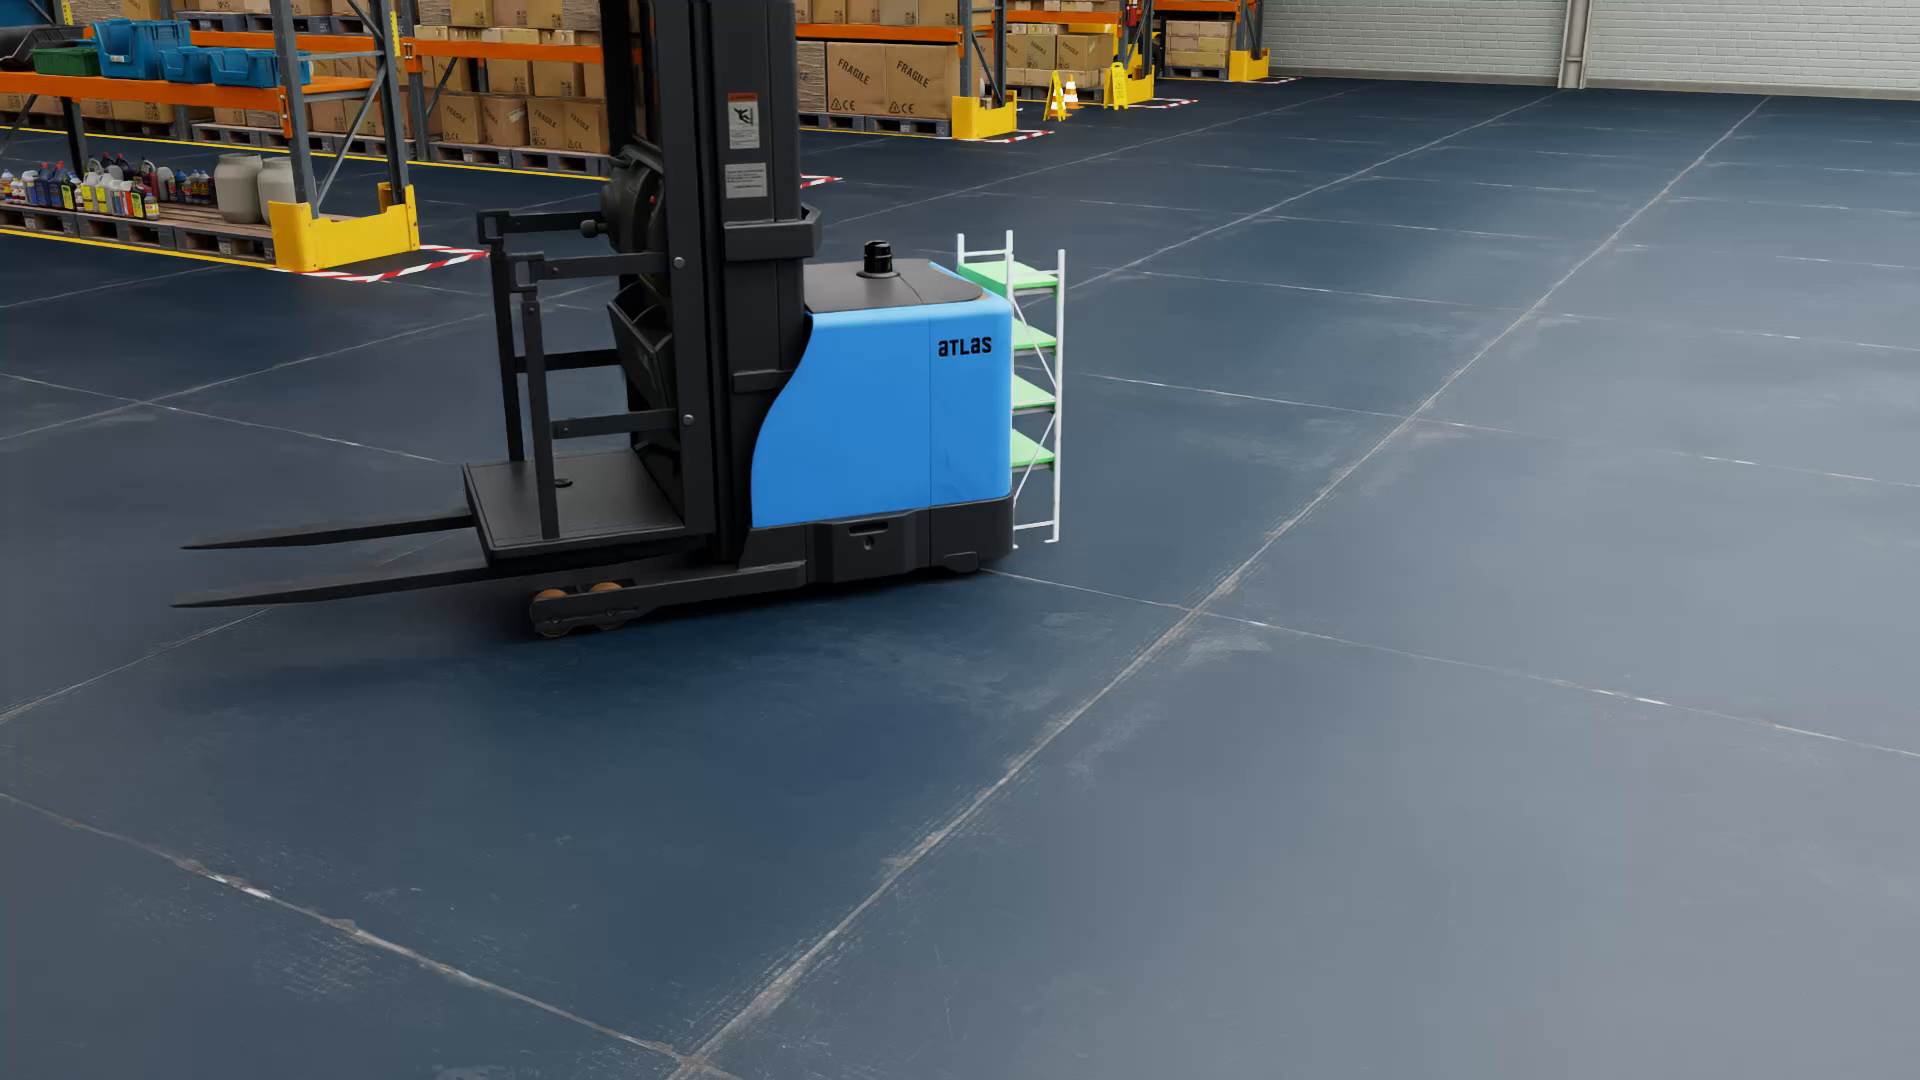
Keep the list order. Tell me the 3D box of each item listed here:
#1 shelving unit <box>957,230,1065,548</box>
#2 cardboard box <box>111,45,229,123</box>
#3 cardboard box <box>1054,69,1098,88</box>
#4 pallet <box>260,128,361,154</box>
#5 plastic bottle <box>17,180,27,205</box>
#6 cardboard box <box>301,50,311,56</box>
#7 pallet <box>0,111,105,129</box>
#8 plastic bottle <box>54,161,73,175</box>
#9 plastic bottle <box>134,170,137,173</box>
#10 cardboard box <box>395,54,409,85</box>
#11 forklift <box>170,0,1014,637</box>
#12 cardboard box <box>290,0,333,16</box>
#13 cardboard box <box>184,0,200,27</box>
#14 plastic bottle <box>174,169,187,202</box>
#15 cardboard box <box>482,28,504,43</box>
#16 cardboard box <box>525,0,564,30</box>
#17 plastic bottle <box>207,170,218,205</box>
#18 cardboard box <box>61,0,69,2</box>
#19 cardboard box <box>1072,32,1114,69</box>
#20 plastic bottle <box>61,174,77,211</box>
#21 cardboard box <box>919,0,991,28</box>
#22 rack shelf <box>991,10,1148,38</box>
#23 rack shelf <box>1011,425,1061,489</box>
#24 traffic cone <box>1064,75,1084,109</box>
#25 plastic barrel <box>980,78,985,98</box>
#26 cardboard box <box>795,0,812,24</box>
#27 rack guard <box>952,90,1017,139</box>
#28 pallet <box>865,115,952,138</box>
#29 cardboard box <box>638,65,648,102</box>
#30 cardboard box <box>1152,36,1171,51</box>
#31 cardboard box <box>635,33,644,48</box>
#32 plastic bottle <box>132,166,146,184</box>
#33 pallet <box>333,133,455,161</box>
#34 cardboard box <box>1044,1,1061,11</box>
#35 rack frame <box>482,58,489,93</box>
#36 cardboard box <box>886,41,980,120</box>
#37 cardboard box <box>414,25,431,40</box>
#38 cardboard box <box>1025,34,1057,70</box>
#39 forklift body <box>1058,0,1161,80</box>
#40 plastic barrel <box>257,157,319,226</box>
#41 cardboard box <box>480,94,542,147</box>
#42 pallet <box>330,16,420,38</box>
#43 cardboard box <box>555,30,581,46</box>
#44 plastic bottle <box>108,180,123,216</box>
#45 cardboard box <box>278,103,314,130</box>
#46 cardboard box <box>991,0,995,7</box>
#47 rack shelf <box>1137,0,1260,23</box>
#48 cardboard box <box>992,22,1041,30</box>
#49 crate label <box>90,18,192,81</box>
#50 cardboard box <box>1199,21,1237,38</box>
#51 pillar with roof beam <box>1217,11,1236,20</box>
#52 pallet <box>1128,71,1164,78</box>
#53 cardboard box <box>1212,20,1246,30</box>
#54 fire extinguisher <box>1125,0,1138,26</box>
[{"bbox_3d":[0.198,-0.622,6.819,0.258,1.200,0.503,-8,21,-21],"label":"shelving unit"},{"bbox_3d":[-9.794,-5.721,20.738,0.875,0.875,1.225,10,22,25],"label":"cardboard box"},{"bbox_3d":[1.758,-6.985,25.138,0.500,0.250,0.500,11,23,27],"label":"cardboard box"},{"bbox_3d":[-7.459,-4.757,19.670,1.213,0.211,1.003,11,23,27],"label":"pallet"},{"bbox_3d":[-7.883,-2.936,14.019,0.097,0.201,0.097,0,20,0],"label":"plastic bottle"},{"bbox_3d":[-10.386,-7.783,26.613,0.250,0.149,0.380,12,23,29],"label":"cardboard box"},{"bbox_3d":[-11.983,-5.650,22.132,1.213,0.211,1.003,11,23,27],"label":"pallet"},{"bbox_3d":[-7.553,-3.009,14.000,0.185,0.351,0.144,11,23,27],"label":"plastic bottle"},{"bbox_3d":[-7.092,-3.124,14.417,0.133,0.283,0.061,13,23,31],"label":"plastic bottle"},{"bbox_3d":[-8.318,-7.086,25.051,0.500,0.500,0.500,10,22,25],"label":"cardboard box"},{"bbox_3d":[-1.362,-1.236,5.975,3.031,2.935,1.130,-7,21,-19],"label":"forklift"},{"bbox_3d":[-7.268,-6.243,18.910,0.637,0.503,0.797,13,24,33],"label":"cardboard box"},{"bbox_3d":[-9.493,-6.611,20.543,0.500,0.500,0.500,12,23,29],"label":"cardboard box"},{"bbox_3d":[-6.627,-3.023,14.155,0.097,0.271,0.097,0,20,0],"label":"plastic bottle"},{"bbox_3d":[-4.804,-5.322,17.506,0.250,0.149,0.380,11,23,27],"label":"cardboard box"},{"bbox_3d":[-4.026,-5.588,17.288,0.500,0.500,0.875,11,23,27],"label":"cardboard box"},{"bbox_3d":[-6.253,-2.964,13.976,0.133,0.283,0.061,11,23,28],"label":"plastic bottle"},{"bbox_3d":[-11.084,-6.712,20.823,0.500,0.500,0.500,11,23,28],"label":"cardboard box"},{"bbox_3d":[2.025,-7.499,25.456,0.500,0.500,0.500,10,22,26],"label":"cardboard box"},{"bbox_3d":[-7.334,-2.863,13.697,0.133,0.283,0.061,12,23,30],"label":"plastic bottle"},{"bbox_3d":[-0.056,-6.650,20.578,0.550,0.550,0.875,11,23,27],"label":"cardboard box"},{"bbox_3d":[0.869,-8.016,25.619,4.000,0.370,1.077,11,23,27],"label":"rack shelf"},{"bbox_3d":[0.198,-0.336,6.923,0.258,0.148,0.480,-8,21,-21],"label":"rack shelf"},{"bbox_3d":[1.611,-6.516,24.151,0.334,0.463,0.336,11,23,27],"label":"traffic cone"},{"bbox_3d":[0.074,-6.703,24.723,0.512,0.421,0.421,-7,21,-20],"label":"plastic barrel"},{"bbox_3d":[-1.969,-6.999,21.542,0.550,0.550,0.875,11,23,27],"label":"cardboard box"},{"bbox_3d":[0.311,-5.352,20.886,0.348,0.500,1.175,11,23,27],"label":"rack guard"},{"bbox_3d":[-0.447,-5.330,21.249,1.213,0.211,1.003,11,23,27],"label":"pallet"},{"bbox_3d":[-3.788,-6.413,22.828,0.750,0.750,1.050,11,23,27],"label":"cardboard box"},{"bbox_3d":[3.562,-8.794,29.392,0.500,0.250,0.500,10,22,26],"label":"cardboard box"},{"bbox_3d":[-3.028,-5.007,16.638,0.250,0.149,0.380,11,23,27],"label":"cardboard box"},{"bbox_3d":[-7.000,-3.050,14.213,0.133,0.283,0.061,11,23,27],"label":"plastic bottle"},{"bbox_3d":[-6.390,-4.555,19.112,1.213,0.211,1.003,11,23,27],"label":"pallet"},{"bbox_3d":[1.456,-7.994,24.872,0.250,0.149,0.380,11,23,28],"label":"cardboard box"},{"bbox_3d":[-6.695,-7.861,24.139,0.127,3.000,1.000,11,23,27],"label":"rack frame"},{"bbox_3d":[-0.335,-5.823,21.018,0.875,0.875,0.875,11,23,28],"label":"cardboard box"},{"bbox_3d":[-5.669,-5.493,17.978,0.250,0.149,0.380,11,23,27],"label":"cardboard box"},{"bbox_3d":[1.332,-7.420,25.239,0.500,0.500,0.500,12,23,29],"label":"cardboard box"},{"bbox_3d":[2.488,-8.873,28.172,1.214,2.155,2.313,11,23,27],"label":"forklift body"},{"bbox_3d":[-5.245,-2.711,12.973,0.421,0.512,0.421,0,20,0],"label":"plastic barrel"},{"bbox_3d":[-4.876,-4.587,18.163,0.500,0.500,0.500,-17,26,-39],"label":"cardboard box"},{"bbox_3d":[-6.306,-5.817,18.783,1.213,0.211,1.003,11,23,27],"label":"pallet"},{"bbox_3d":[-3.928,-5.157,17.052,0.250,0.149,0.380,11,23,27],"label":"cardboard box"},{"bbox_3d":[-6.778,-2.771,13.455,0.135,0.276,0.152,10,22,26],"label":"plastic bottle"},{"bbox_3d":[-7.618,-5.147,19.677,0.500,0.500,0.700,13,24,32],"label":"cardboard box"},{"bbox_3d":[0.588,-8.172,25.362,0.250,0.149,0.380,11,23,27],"label":"cardboard box"},{"bbox_3d":[3.287,-9.494,29.695,4.000,0.370,1.077,11,23,27],"label":"rack shelf"},{"bbox_3d":[1.080,-9.330,31.052,0.625,0.625,0.875,12,23,30],"label":"cardboard box"},{"bbox_3d":[-6.372,-3.839,12.998,0.616,0.435,0.502,11,23,27],"label":"crate label"},{"bbox_3d":[4.479,-8.858,28.837,0.500,0.250,0.500,12,23,29],"label":"cardboard box"},{"bbox_3d":[2.765,-11.422,25.158,0.400,9.000,9.100,11,23,27],"label":"pillar with roof beam"},{"bbox_3d":[3.284,-8.507,30.007,1.213,0.211,1.003,11,23,27],"label":"pallet"},{"bbox_3d":[4.706,-9.011,29.258,0.500,0.250,0.500,10,22,26],"label":"cardboard box"},{"bbox_3d":[2.491,-7.829,24.162,0.183,0.674,0.296,11,23,27],"label":"fire extinguisher"}]
